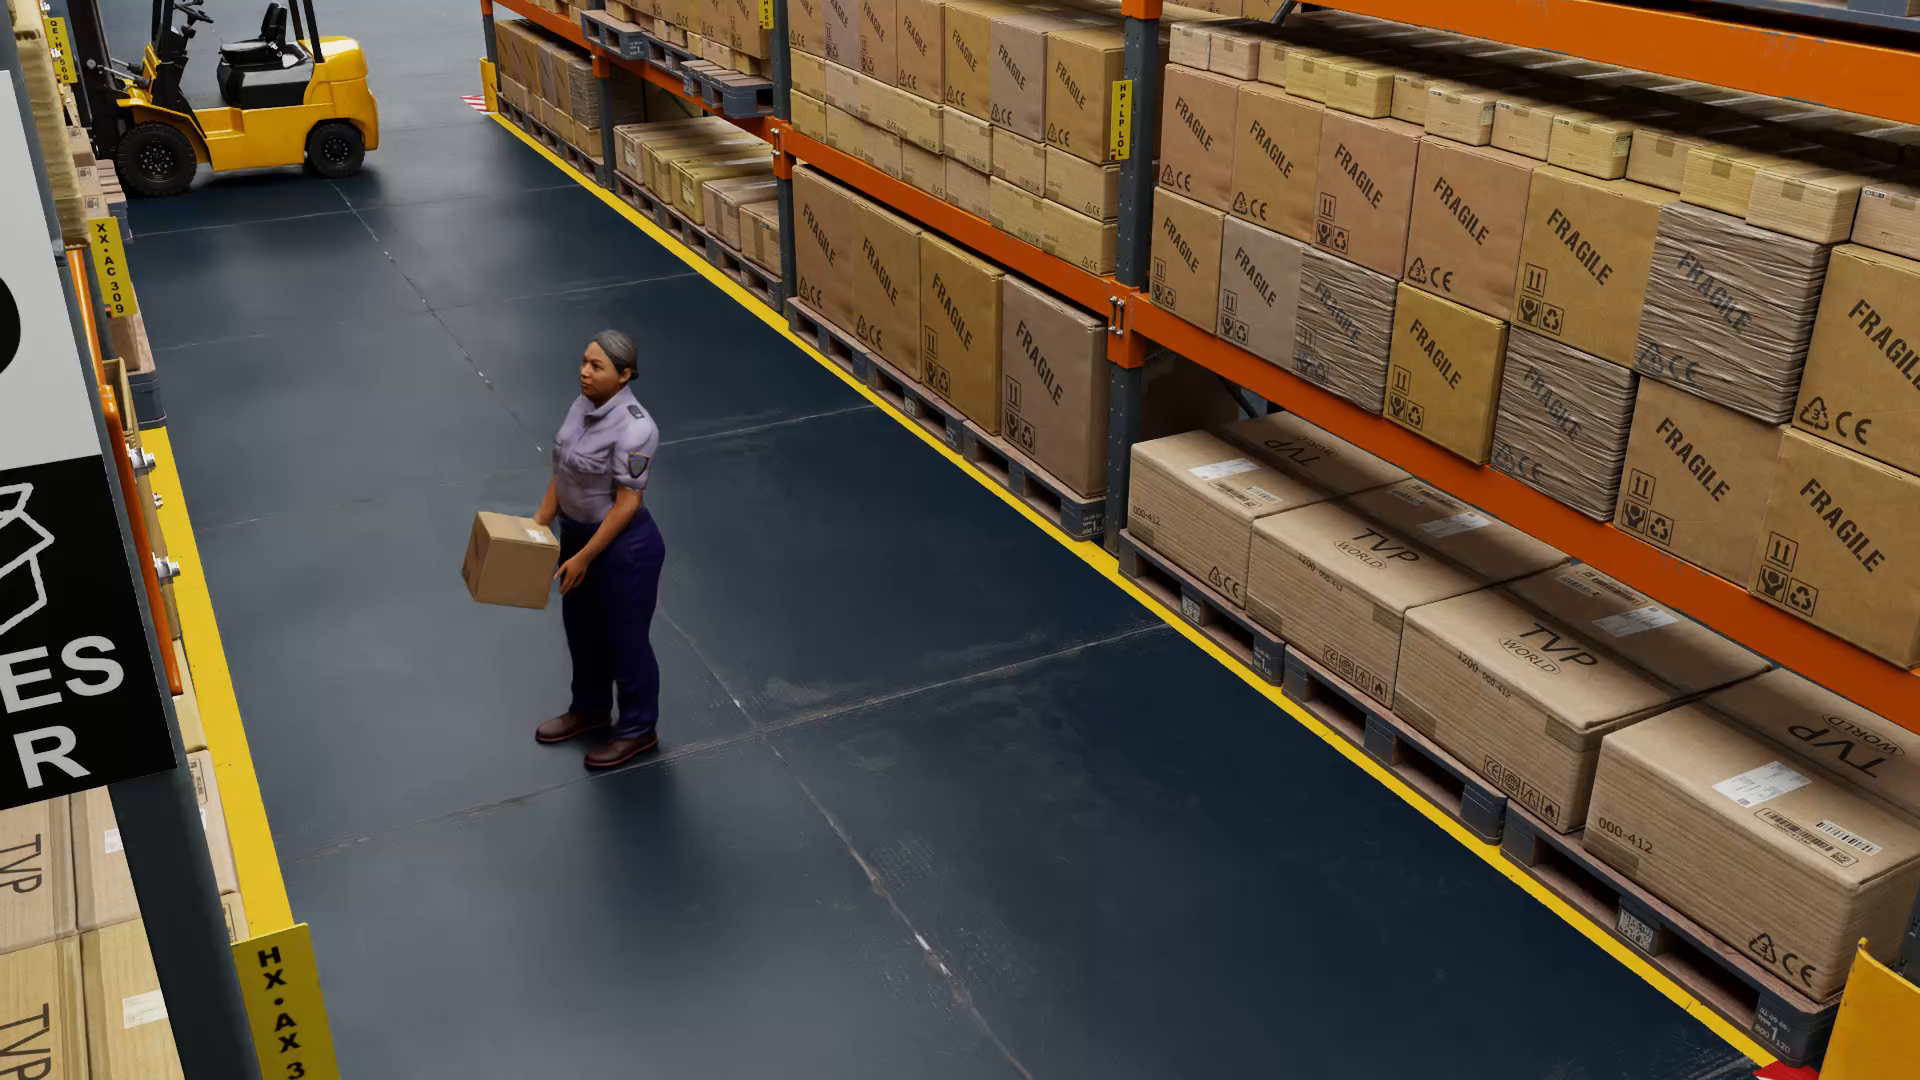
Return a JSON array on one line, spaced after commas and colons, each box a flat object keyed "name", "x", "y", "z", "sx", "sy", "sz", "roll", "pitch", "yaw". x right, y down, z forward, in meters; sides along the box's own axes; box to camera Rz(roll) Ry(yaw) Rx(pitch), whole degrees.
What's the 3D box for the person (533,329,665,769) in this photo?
[{"name": "person", "x": -1.326, "y": 0.044, "z": 6.028, "sx": 0.460, "sy": 1.652, "sz": 0.538, "roll": -20, "pitch": 32, "yaw": -35}]
